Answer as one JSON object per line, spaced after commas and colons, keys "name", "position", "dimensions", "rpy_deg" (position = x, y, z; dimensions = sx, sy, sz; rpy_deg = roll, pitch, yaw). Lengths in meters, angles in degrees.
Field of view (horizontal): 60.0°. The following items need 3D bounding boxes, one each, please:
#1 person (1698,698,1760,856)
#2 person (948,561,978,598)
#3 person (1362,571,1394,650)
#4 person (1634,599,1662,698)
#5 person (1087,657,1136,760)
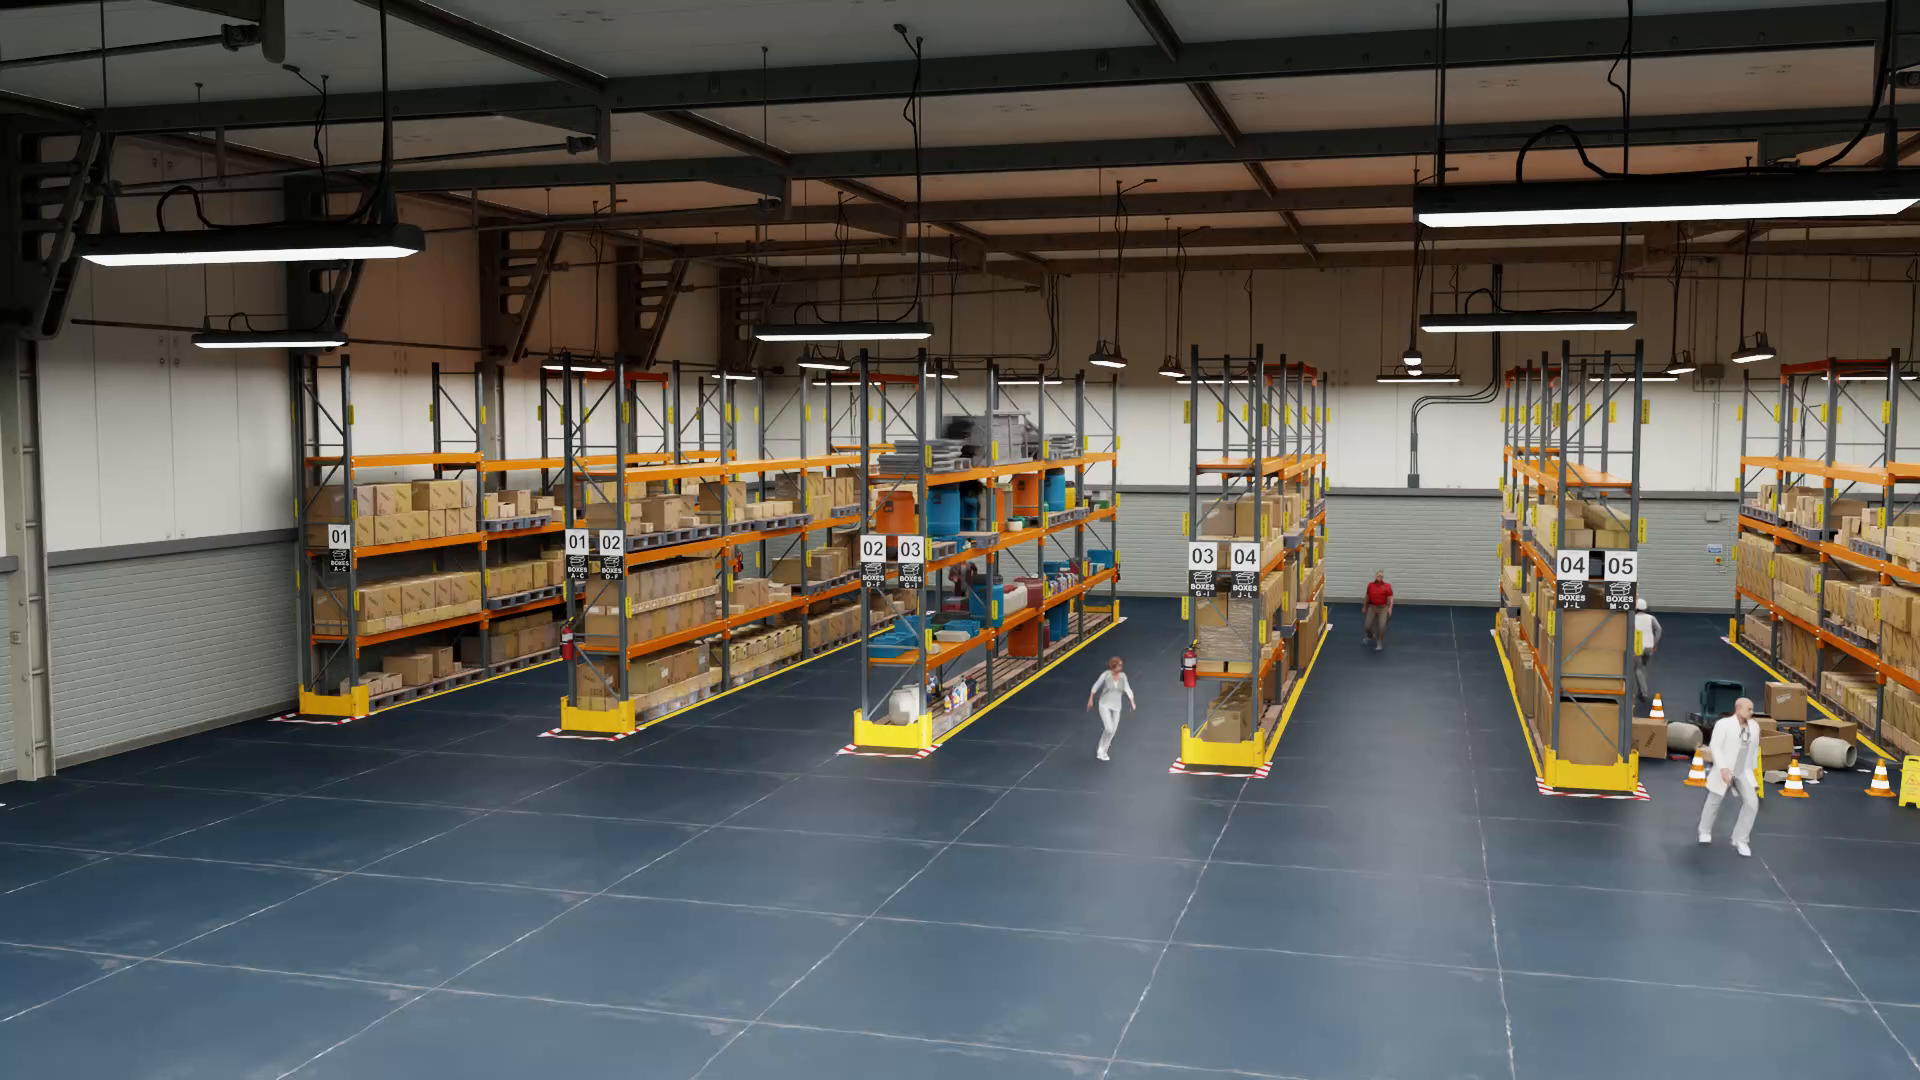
{"name": "person", "position": [8.905, 2.673, 19.081], "dimensions": [0.648, 1.752, 0.795], "rpy_deg": [0, 4, -4]}
{"name": "person", "position": [0.076, 1.150, 39.272], "dimensions": [0.690, 1.741, 1.131], "rpy_deg": [0, 4, 2]}
{"name": "person", "position": [8.938, 1.491, 35.568], "dimensions": [0.707, 1.691, 0.688], "rpy_deg": [2, 5, 26]}
{"name": "person", "position": [12.045, 1.937, 29.415], "dimensions": [0.607, 1.793, 0.823], "rpy_deg": [0, 4, 3]}
{"name": "person", "position": [2.203, 2.440, 23.884], "dimensions": [0.529, 1.524, 0.739], "rpy_deg": [-2, 5, -20]}
